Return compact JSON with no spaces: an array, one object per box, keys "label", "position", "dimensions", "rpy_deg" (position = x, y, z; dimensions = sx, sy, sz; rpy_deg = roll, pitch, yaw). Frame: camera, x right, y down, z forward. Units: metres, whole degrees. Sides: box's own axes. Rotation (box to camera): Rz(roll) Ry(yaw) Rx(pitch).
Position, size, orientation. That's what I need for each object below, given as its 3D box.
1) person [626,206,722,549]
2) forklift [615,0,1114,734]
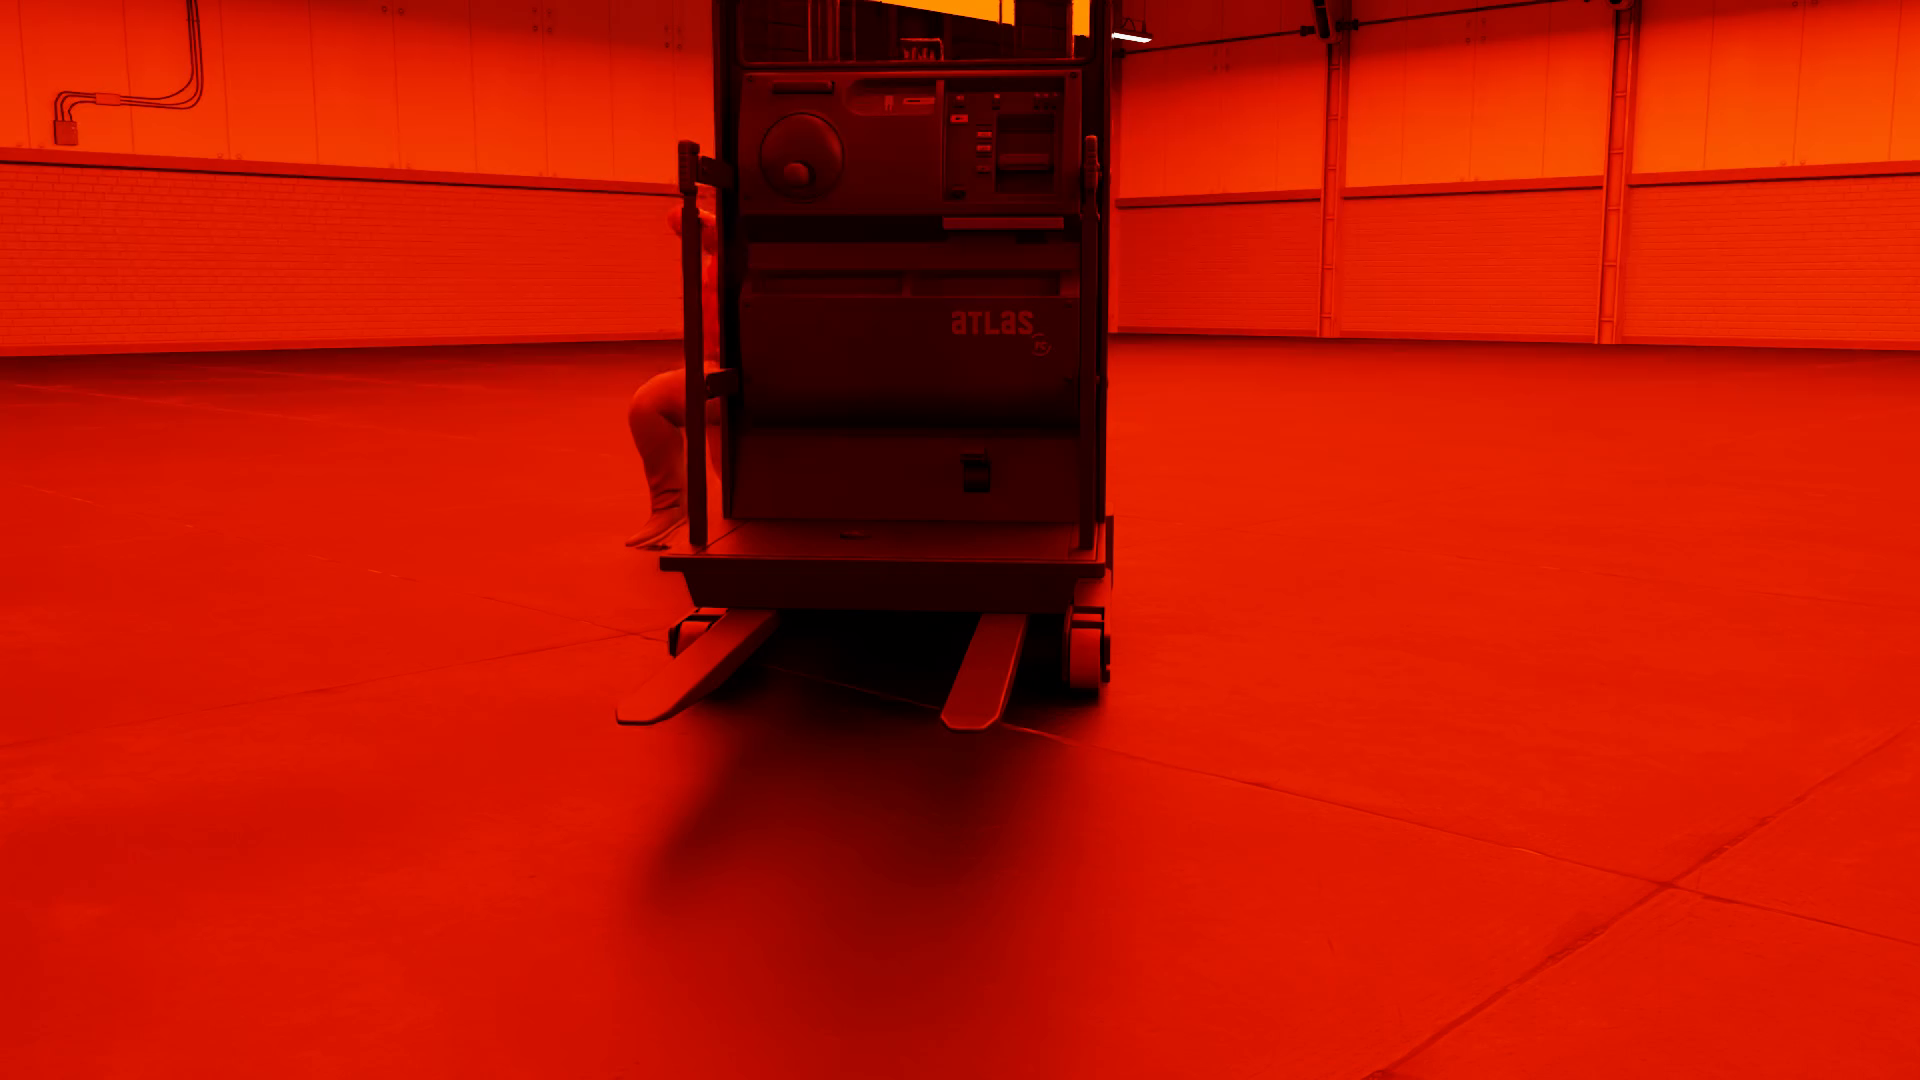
[{"label":"person","position":[-0.773,-0.674,6.446],"dimensions":[0.985,1.457,0.898],"rpy_deg":[-4,10,-27]},{"label":"forklift","position":[-0.153,-1.118,4.301],"dimensions":[1.130,2.935,3.031],"rpy_deg":[1,9,5]}]
